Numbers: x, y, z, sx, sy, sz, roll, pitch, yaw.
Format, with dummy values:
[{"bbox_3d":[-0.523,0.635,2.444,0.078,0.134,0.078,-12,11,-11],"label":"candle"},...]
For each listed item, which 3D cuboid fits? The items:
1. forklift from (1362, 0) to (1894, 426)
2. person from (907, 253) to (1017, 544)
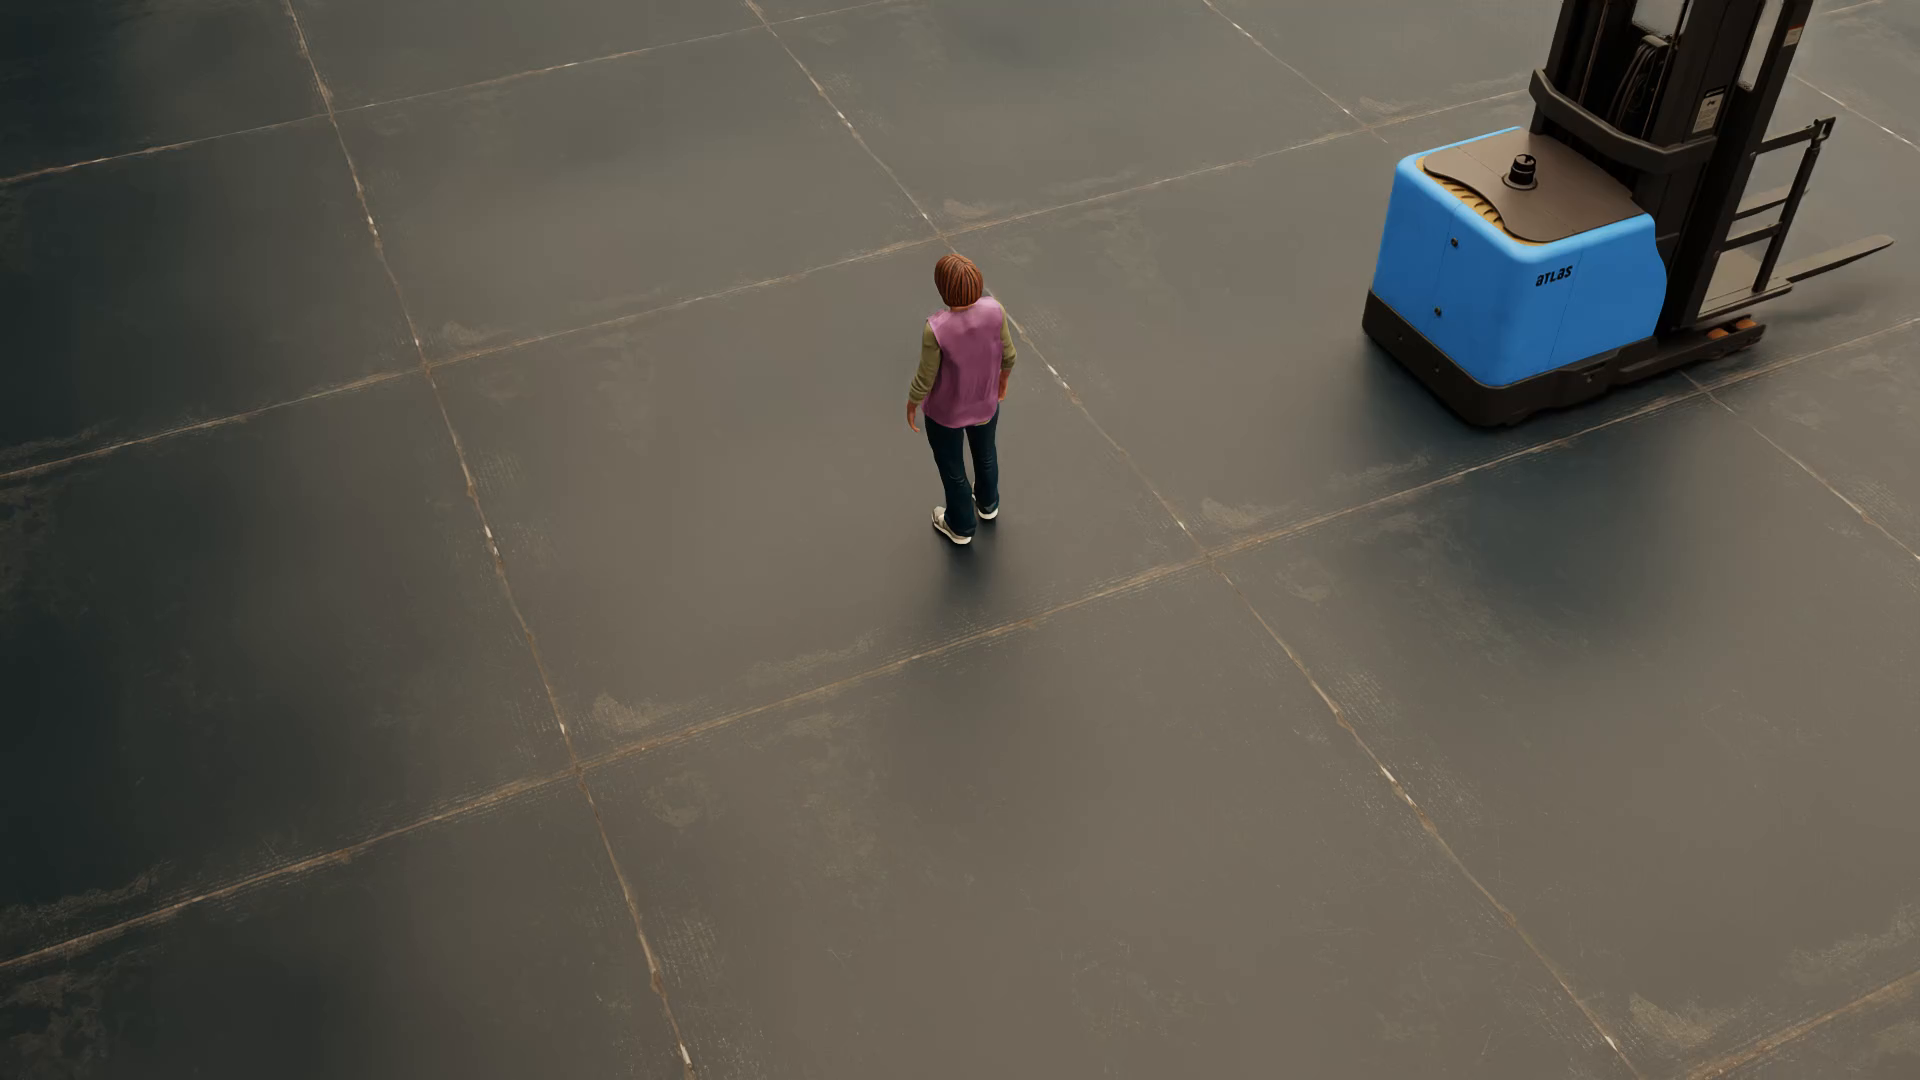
[{"bbox_3d":[3.721,-2.337,8.184,3.031,2.935,1.130,-18,46,-19],"label":"forklift"},{"bbox_3d":[-0.018,-0.639,7.332,0.520,1.597,0.476,-18,46,-18],"label":"person"}]
